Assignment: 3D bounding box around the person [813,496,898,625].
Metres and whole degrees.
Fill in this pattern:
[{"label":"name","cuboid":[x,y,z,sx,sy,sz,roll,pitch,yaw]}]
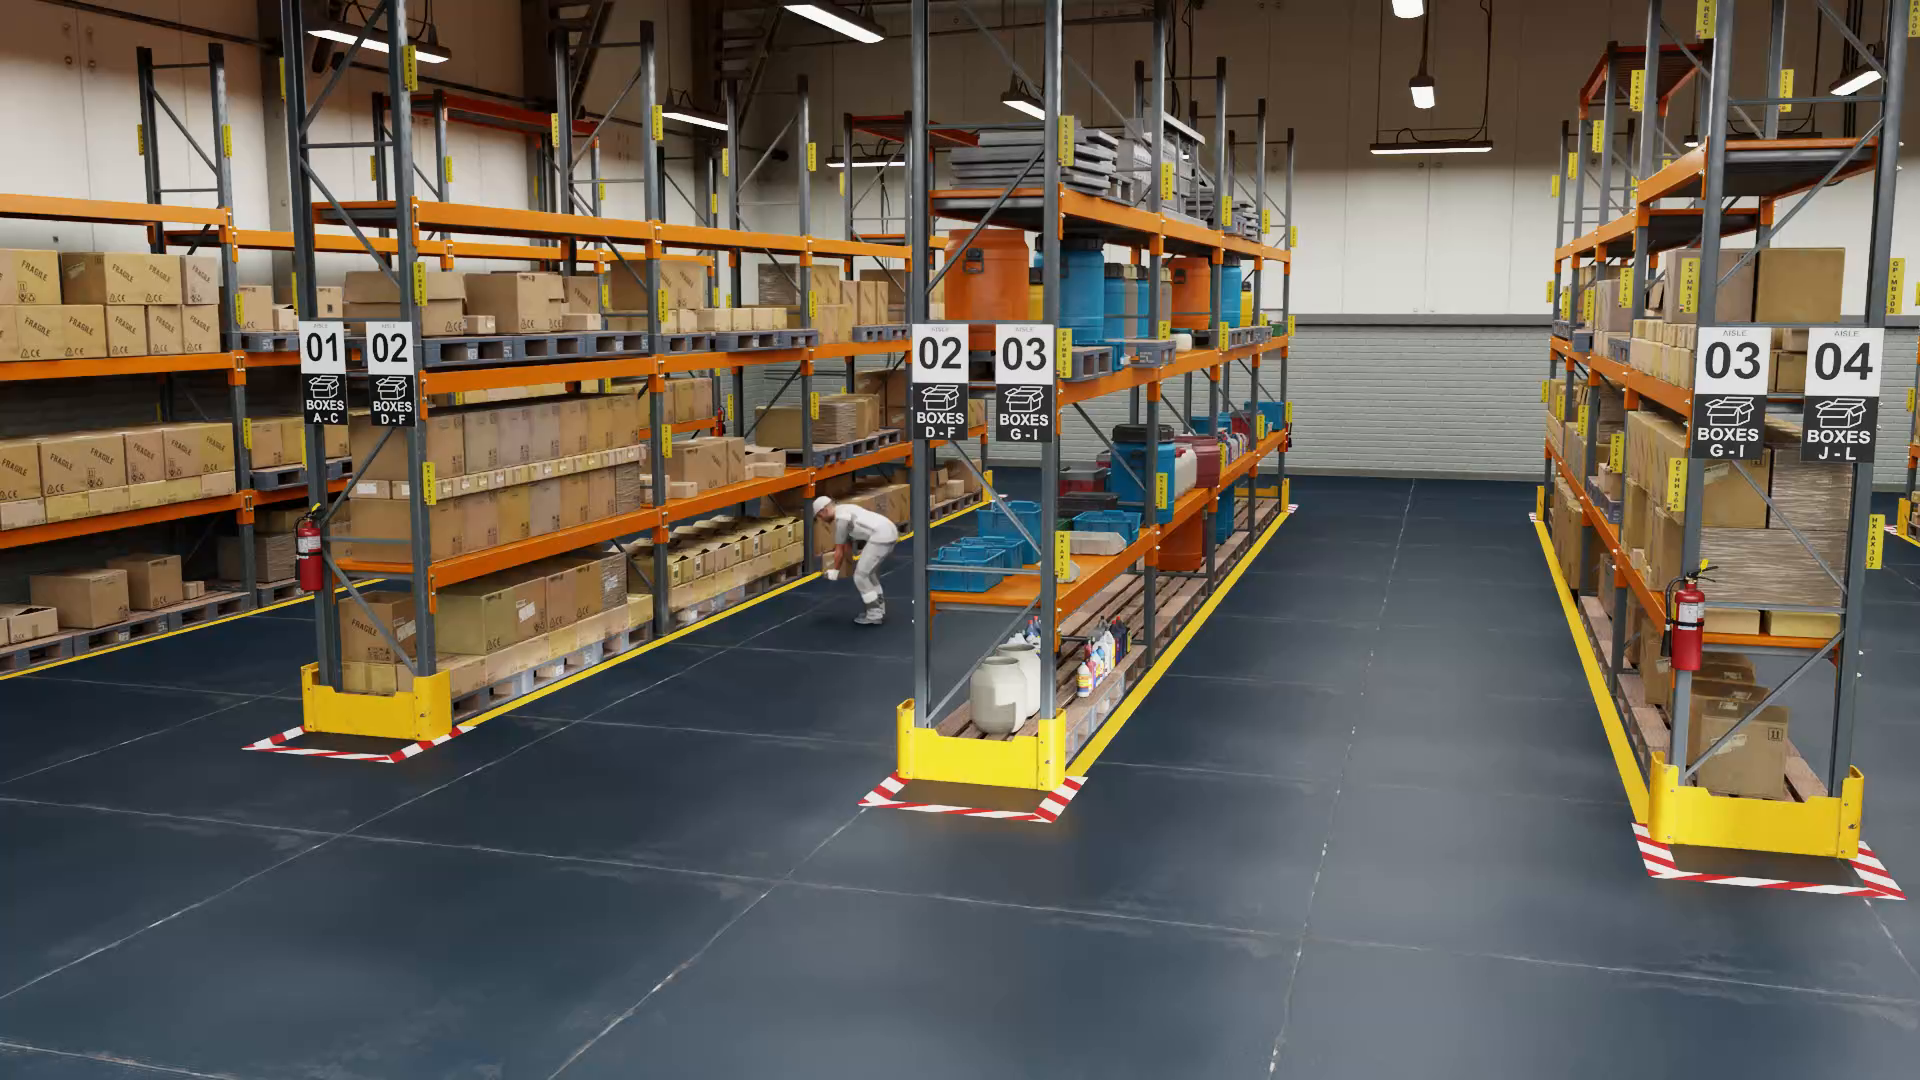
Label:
[{"label":"person","cuboid":[-1.103,0.201,17.480,0.910,1.319,0.495,2,8,14]}]
